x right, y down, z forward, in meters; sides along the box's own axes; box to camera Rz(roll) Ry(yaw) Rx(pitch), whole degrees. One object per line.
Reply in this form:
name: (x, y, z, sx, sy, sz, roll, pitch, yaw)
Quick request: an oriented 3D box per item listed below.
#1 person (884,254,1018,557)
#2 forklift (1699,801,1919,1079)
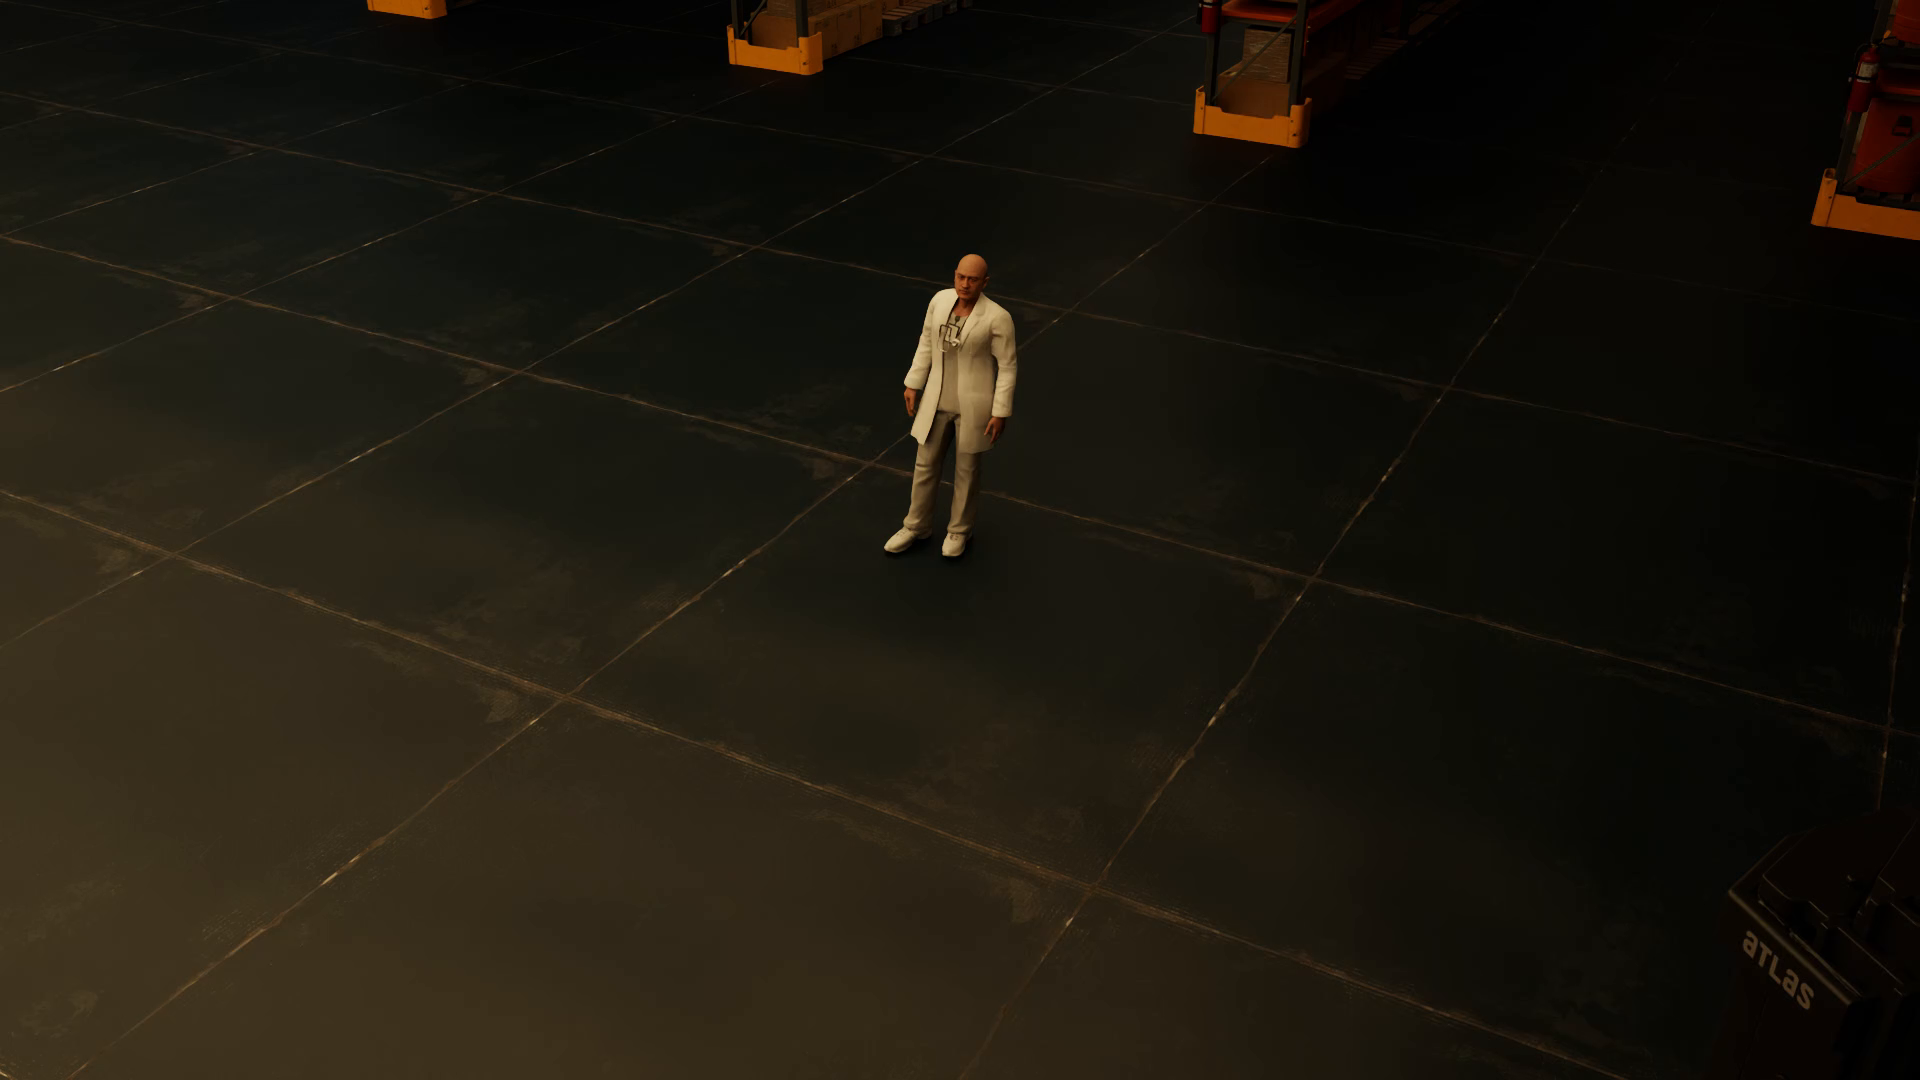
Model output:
person: (-0.048, -0.738, 9.489, 0.696, 1.775, 0.581, 15, 33, 25)
forklift: (2.162, 2.101, 3.430, 1.130, 2.935, 3.031, -9, 31, -16)
